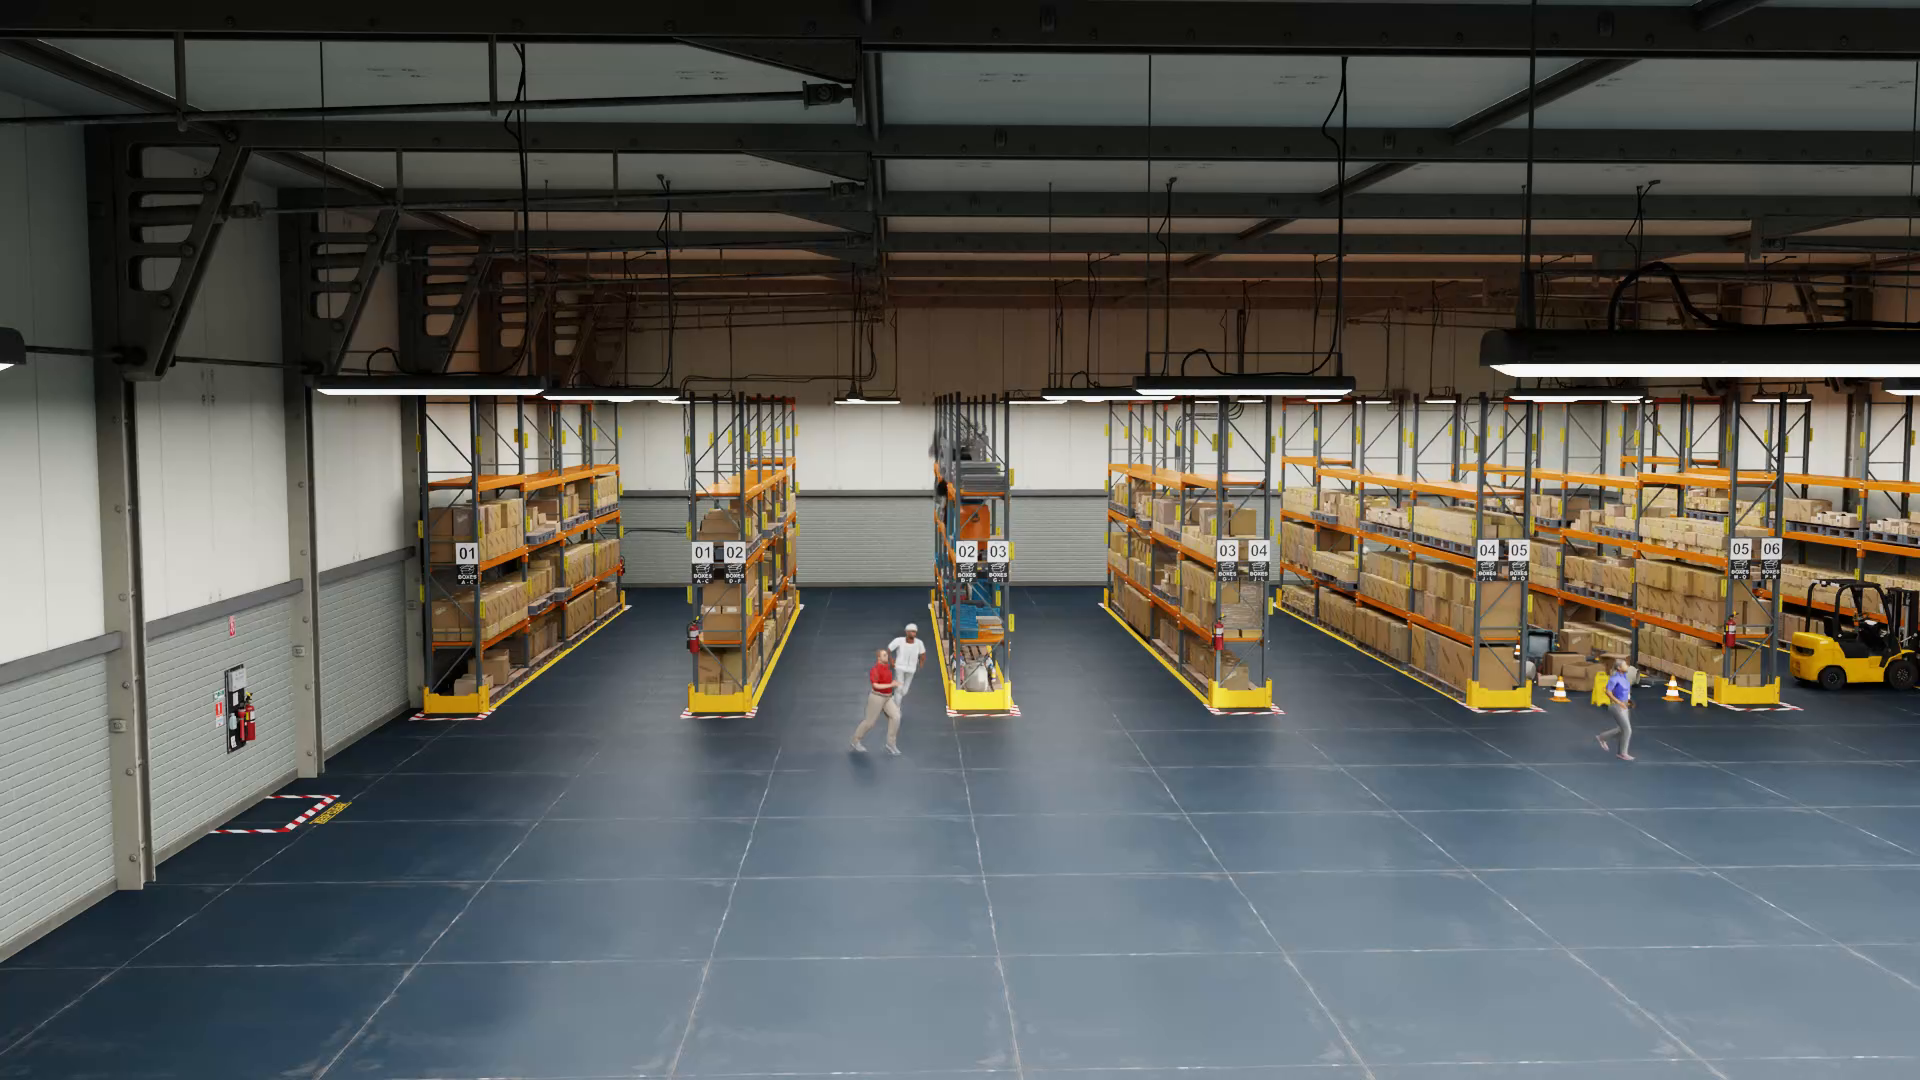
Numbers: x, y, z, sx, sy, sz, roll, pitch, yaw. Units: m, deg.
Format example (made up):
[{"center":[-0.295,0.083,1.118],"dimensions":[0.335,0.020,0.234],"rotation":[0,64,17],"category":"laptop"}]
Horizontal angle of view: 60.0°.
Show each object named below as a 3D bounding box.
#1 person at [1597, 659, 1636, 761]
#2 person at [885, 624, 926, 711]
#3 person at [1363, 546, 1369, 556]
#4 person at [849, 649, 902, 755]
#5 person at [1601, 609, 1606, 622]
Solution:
[{"center":[10.692,2.748,27.090],"dimensions":[0.632,1.637,0.586],"rotation":[4,6,40],"category":"person"},{"center":[-1.001,2.416,30.988],"dimensions":[0.749,1.729,0.786],"rotation":[-2,5,-19],"category":"person"},{"center":[11.394,1.097,46.928],"dimensions":[0.668,1.842,0.745],"rotation":[0,5,1],"category":"person"},{"center":[-1.348,2.677,27.428],"dimensions":[0.925,1.787,0.671],"rotation":[2,5,25],"category":"person"},{"center":[16.254,1.542,41.927],"dimensions":[0.628,1.668,0.586],"rotation":[0,5,-2],"category":"person"}]
